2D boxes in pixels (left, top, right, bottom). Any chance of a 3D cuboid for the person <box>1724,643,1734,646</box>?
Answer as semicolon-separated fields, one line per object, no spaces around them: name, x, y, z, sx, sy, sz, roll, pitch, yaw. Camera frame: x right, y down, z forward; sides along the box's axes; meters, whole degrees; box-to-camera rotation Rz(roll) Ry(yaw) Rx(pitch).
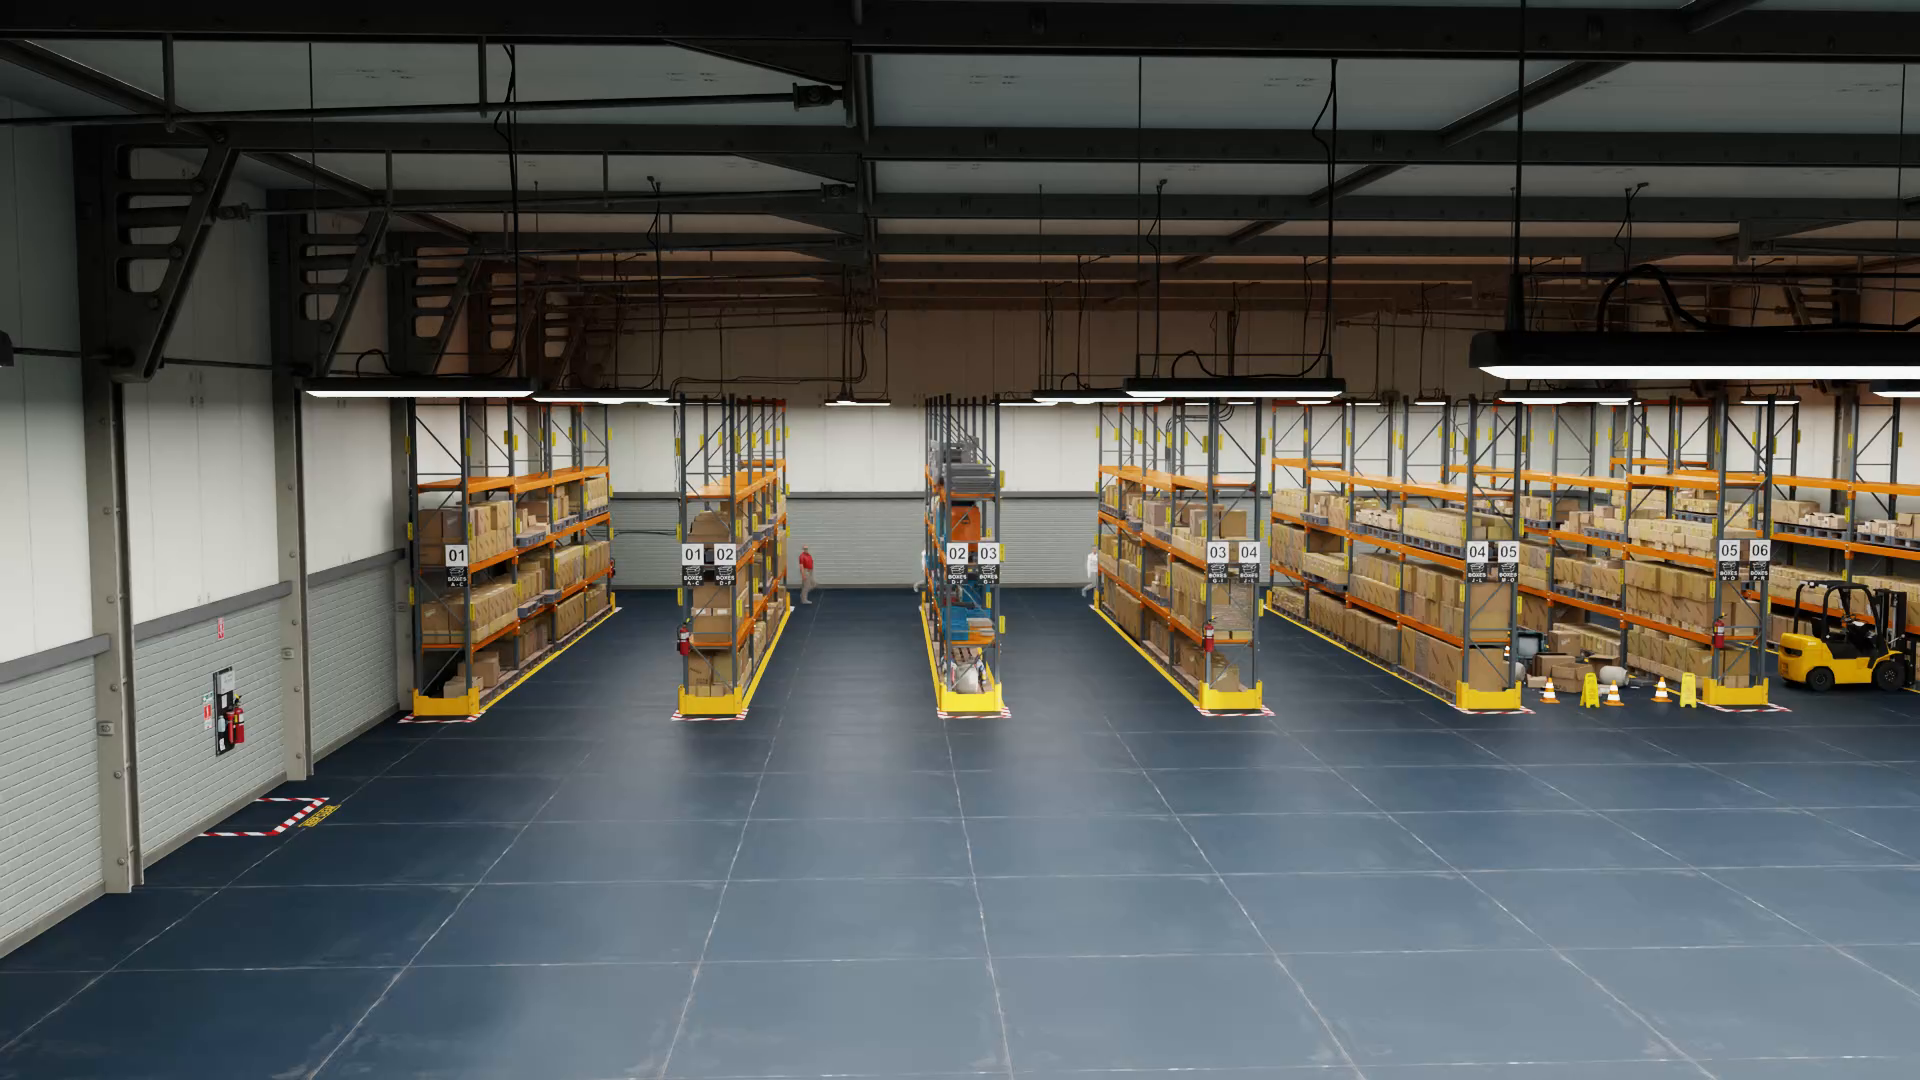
person;16.800;2.033;36.347;0.394;1.719;0.536;3;5;33

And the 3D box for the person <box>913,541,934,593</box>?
person;-1.036;0.853;51.097;0.792;1.646;0.509;2;5;25

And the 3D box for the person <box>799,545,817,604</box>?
person;-4.454;1.011;48.666;0.477;1.729;0.548;1;5;9

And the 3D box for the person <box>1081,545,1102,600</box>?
person;3.968;0.958;49.615;0.598;1.665;0.475;3;6;36
